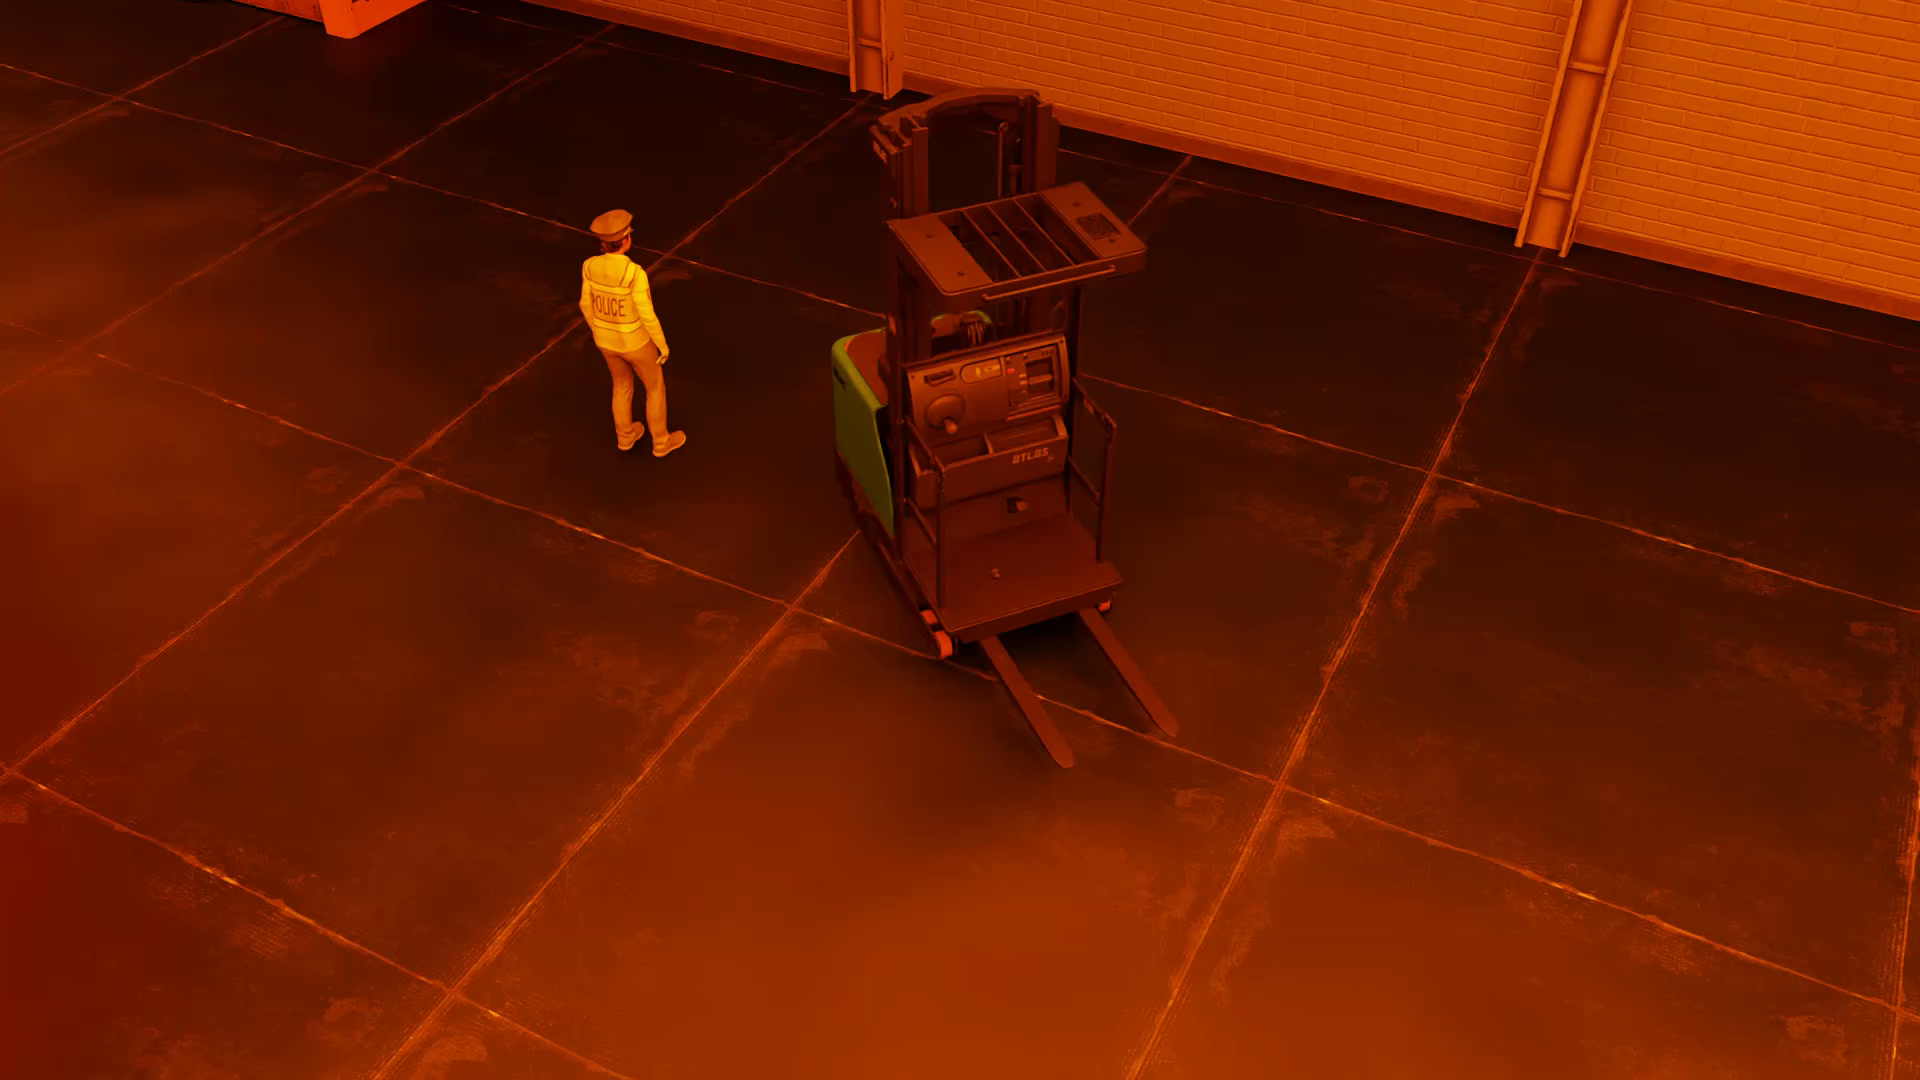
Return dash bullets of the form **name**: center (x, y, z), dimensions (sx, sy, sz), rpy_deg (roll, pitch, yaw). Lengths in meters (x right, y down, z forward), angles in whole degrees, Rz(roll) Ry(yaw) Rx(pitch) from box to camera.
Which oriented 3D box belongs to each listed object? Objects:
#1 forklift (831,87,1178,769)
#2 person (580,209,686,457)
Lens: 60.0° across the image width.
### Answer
- **forklift**: center (0.246, -0.760, 8.889), dimensions (1.130, 2.935, 3.031), rpy_deg (-15, 42, -17)
- **person**: center (-2.092, -1.266, 10.477), dimensions (0.551, 1.662, 0.374), rpy_deg (15, 42, 17)
